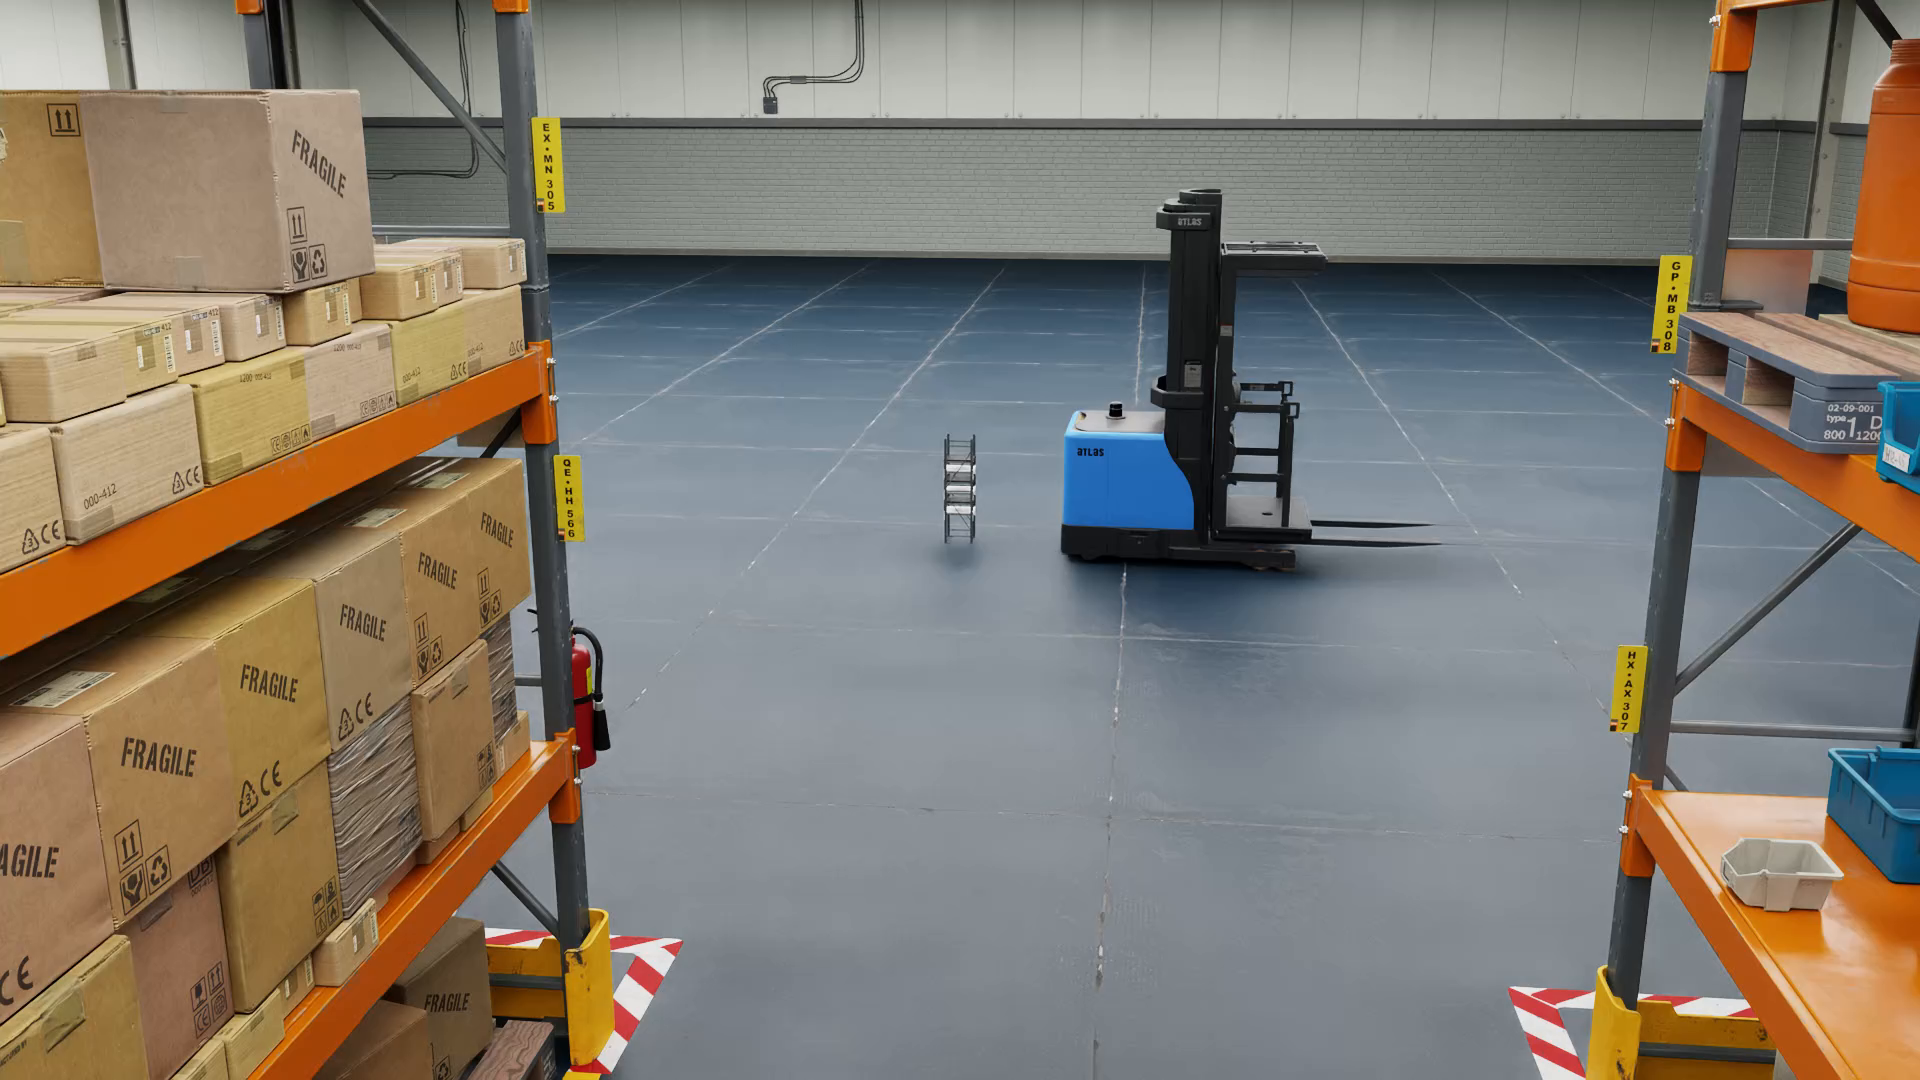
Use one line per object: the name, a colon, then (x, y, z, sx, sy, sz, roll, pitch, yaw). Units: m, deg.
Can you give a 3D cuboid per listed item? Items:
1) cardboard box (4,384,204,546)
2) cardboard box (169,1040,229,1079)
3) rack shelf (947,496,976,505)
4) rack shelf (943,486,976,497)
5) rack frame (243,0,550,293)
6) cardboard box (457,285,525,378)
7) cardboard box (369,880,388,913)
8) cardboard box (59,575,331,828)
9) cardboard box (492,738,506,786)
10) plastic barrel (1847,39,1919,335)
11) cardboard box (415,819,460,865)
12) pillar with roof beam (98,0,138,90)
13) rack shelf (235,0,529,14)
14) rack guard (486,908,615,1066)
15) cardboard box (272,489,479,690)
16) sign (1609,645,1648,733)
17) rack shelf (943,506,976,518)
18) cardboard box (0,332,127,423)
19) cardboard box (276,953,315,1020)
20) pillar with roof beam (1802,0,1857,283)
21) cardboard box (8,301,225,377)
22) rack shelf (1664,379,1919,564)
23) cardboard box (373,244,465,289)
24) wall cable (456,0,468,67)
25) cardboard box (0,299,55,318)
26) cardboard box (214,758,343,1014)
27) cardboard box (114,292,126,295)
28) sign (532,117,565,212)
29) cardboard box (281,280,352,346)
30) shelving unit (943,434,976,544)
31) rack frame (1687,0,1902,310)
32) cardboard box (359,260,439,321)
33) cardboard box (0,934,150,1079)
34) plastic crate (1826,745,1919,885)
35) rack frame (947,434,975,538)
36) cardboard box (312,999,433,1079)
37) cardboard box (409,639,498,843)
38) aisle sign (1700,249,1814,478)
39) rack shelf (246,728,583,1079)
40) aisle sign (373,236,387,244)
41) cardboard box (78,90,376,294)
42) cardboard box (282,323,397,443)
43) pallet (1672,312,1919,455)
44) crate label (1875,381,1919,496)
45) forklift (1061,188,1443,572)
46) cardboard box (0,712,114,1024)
cardboard box: (-2.020, -0.177, 3.609, 0.500, 0.250, 0.500, 1, 15, 4)
cardboard box: (-2.007, 1.324, 4.002, 0.380, 0.149, 0.250, 2, 15, 6)
rack shelf: (-0.001, -0.313, 14.069, 0.258, 0.077, 0.200, 2, 15, 6)
rack shelf: (-0.001, -0.400, 14.046, 0.258, 0.077, 0.200, 2, 15, 6)
rack frame: (-1.995, -2.359, 5.648, 1.000, 3.000, 0.127, 2, 15, 6)
cardboard box: (-1.797, -0.706, 5.569, 0.500, 0.250, 0.500, 2, 15, 8)
cardboard box: (-1.947, 1.063, 4.967, 0.380, 0.149, 0.250, 2, 15, 6)
cardboard box: (-1.986, 0.401, 4.256, 0.500, 0.500, 0.500, 2, 15, 6)
cardboard box: (-1.851, 0.803, 5.928, 0.380, 0.149, 0.250, 2, 15, 6)
plastic barrel: (2.997, -1.046, 4.909, 0.600, 0.830, 0.708, 2, 15, 6)
cardboard box: (-1.872, 0.934, 5.444, 0.380, 0.149, 0.250, 2, 15, 6)
pillar with roof beam: (-10.763, -8.740, 29.246, 9.100, 9.000, 0.400, 2, 15, 6)
rack shelf: (-2.221, -1.492, 3.824, 1.077, 0.370, 4.000, 2, 15, 6)
rack guard: (-2.004, 1.763, 6.684, 1.175, 0.500, 0.348, 2, 15, 6)
cardboard box: (-1.863, 0.142, 5.214, 0.500, 0.500, 0.500, 2, 15, 6)
sign: (2.380, 0.532, 5.919, 0.100, 0.325, 0.005, 2, 15, 6)
rack shelf: (-0.001, -0.226, 14.092, 0.258, 0.077, 0.200, 2, 15, 6)
cardboard box: (-1.988, -0.341, 3.455, 0.380, 0.149, 0.250, 1, 15, 5)
cardboard box: (-1.984, 1.193, 4.485, 0.380, 0.149, 0.250, 2, 15, 6)
pillar with roof beam: (12.658, -9.622, 32.507, 9.100, 9.000, 0.400, 2, 15, 6)
cardboard box: (-1.999, -0.476, 3.954, 0.380, 0.149, 0.250, 2, 15, 8)
rack shelf: (2.700, 0.101, 3.675, 1.077, 0.370, 4.000, 2, 15, 6)
cardboard box: (-1.863, -0.886, 5.469, 0.380, 0.149, 0.250, 1, 15, 4)
wall cable: (-10.029, -12.008, 37.603, 3.097, 2.526, 0.112, 2, 15, 6)
cardboard box: (-2.435, -0.496, 4.027, 0.380, 0.149, 0.250, 1, 15, 4)
cardboard box: (-2.189, 0.878, 4.408, 0.875, 0.500, 0.500, 2, 15, 6)
cardboard box: (-2.437, -0.630, 4.524, 0.380, 0.149, 0.250, 1, 15, 4)
sign: (-1.446, -1.317, 5.844, 0.100, 0.325, 0.005, 2, 15, 6)
cardboard box: (-1.871, -0.613, 4.459, 0.380, 0.149, 0.250, 1, 15, 3)
shelving unit: (-0.001, -0.432, 14.037, 0.258, 0.900, 0.210, 2, 15, 6)
rack frame: (2.926, -2.213, 5.108, 1.000, 3.000, 0.127, 2, 15, 6)
cardboard box: (-1.789, -0.746, 4.952, 0.380, 0.149, 0.250, 2, 15, 7)
cardboard box: (-2.243, 1.139, 3.443, 0.875, 0.500, 0.500, 2, 15, 6)
plastic crate: (3.167, 0.893, 5.398, 0.499, 0.251, 0.616, 2, 15, 6)
rack frame: (0.011, -0.459, 14.134, 0.240, 0.900, 0.006, 2, 15, 6)
cardboard box: (-2.116, 1.858, 5.528, 0.500, 0.500, 0.500, 6, 16, 21)
cardboard box: (-2.022, 0.620, 5.362, 0.875, 0.500, 0.500, 2, 15, 6)
aisle sign: (2.643, -0.600, 5.653, 0.394, 0.787, 0.004, 2, 15, 6)
rack shelf: (-2.221, 1.403, 4.606, 1.077, 0.370, 4.000, 2, 15, 6)
aisle sign: (-2.286, -0.743, 6.183, 0.394, 0.787, 0.004, 2, 15, 6)
cardboard box: (-1.919, -0.935, 4.408, 0.500, 0.500, 0.500, 2, 15, 6)
cardboard box: (-1.917, -0.444, 4.599, 0.500, 0.250, 0.500, 2, 15, 7)
pallet: (2.735, -0.463, 4.741, 1.003, 0.211, 1.213, 2, 15, 6)
crate label: (2.386, -0.218, 3.760, 0.502, 0.251, 0.408, 2, 15, 6)
forklift: (2.382, -1.312, 13.401, 3.031, 2.935, 1.130, 2, 15, 8)
cardboard box: (-2.088, 0.661, 3.295, 0.500, 0.500, 0.500, 2, 15, 6)
